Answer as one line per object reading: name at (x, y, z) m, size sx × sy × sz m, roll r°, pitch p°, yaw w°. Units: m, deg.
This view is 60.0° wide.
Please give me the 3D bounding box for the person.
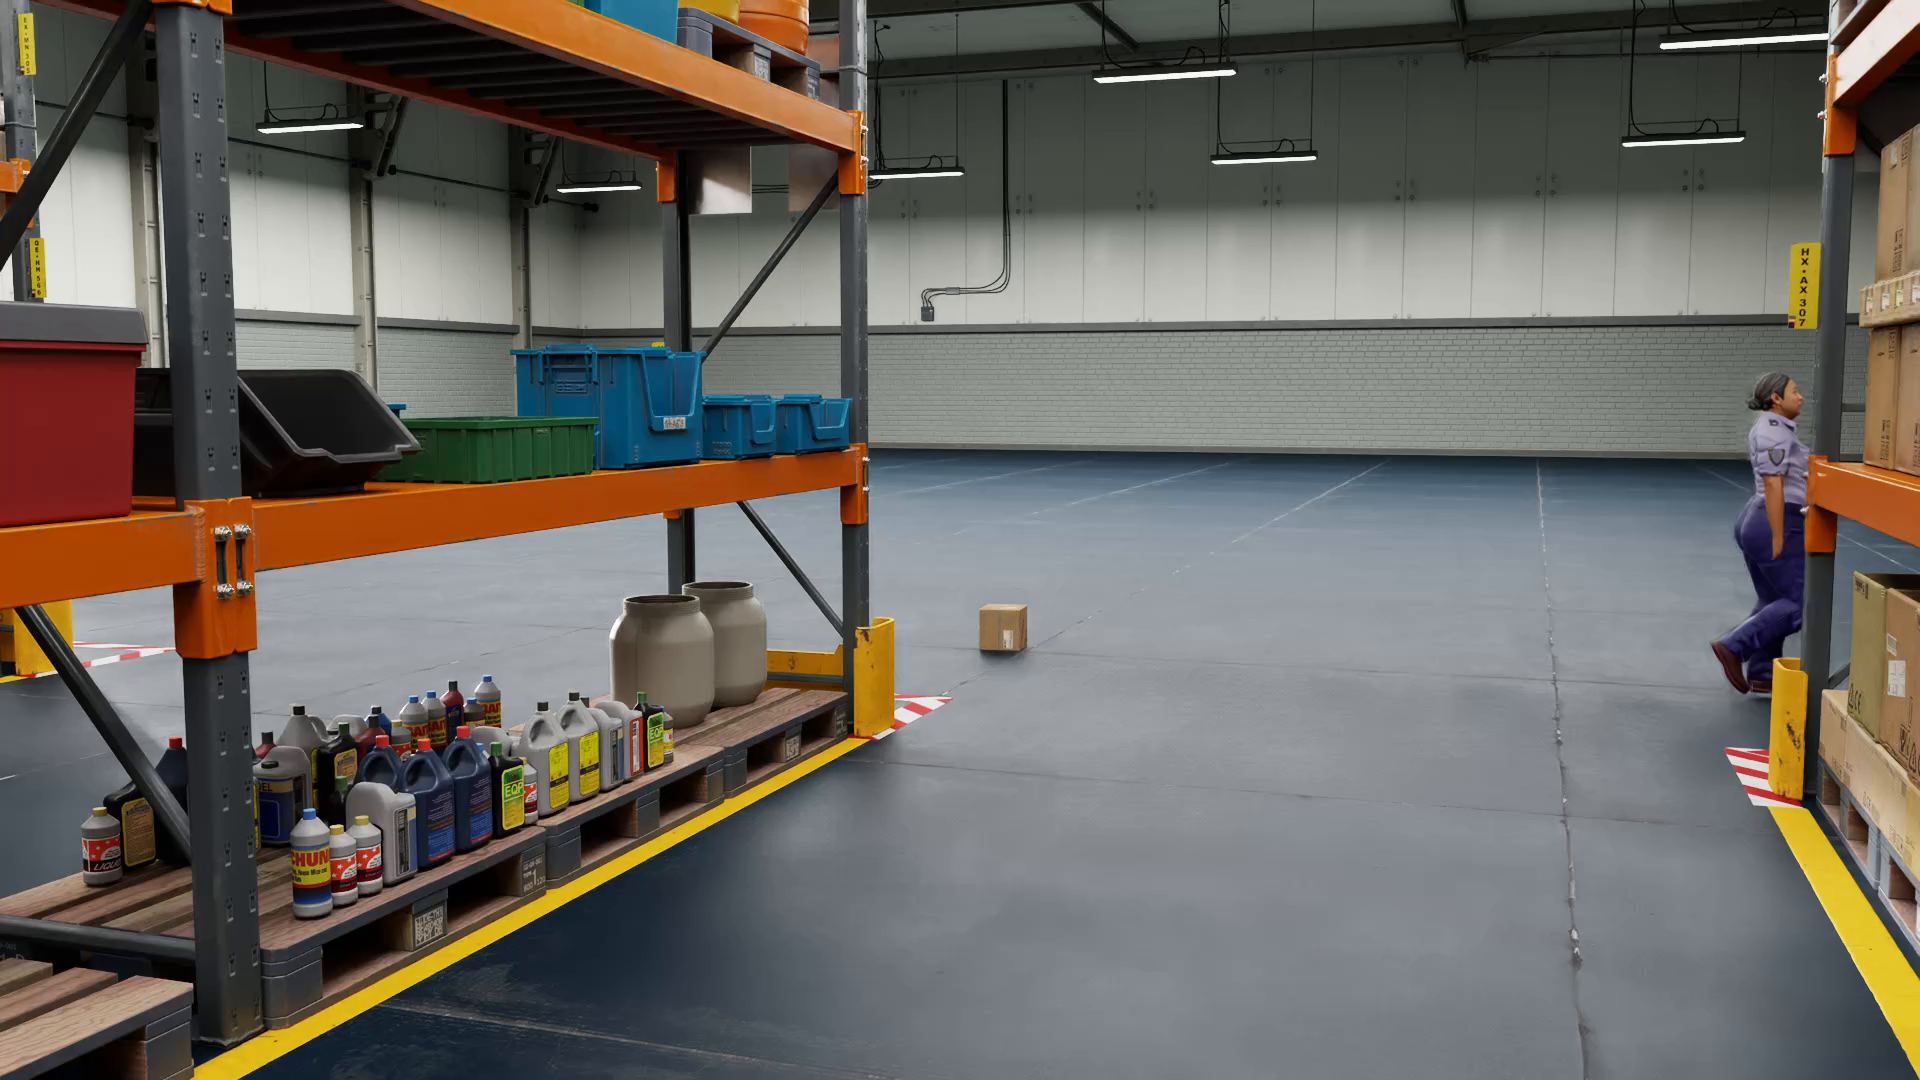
person at (4.065, -0.024, 8.380) m, size 0.492 × 1.640 × 0.478 m, roll 2°, pitch 6°, yaw 19°
